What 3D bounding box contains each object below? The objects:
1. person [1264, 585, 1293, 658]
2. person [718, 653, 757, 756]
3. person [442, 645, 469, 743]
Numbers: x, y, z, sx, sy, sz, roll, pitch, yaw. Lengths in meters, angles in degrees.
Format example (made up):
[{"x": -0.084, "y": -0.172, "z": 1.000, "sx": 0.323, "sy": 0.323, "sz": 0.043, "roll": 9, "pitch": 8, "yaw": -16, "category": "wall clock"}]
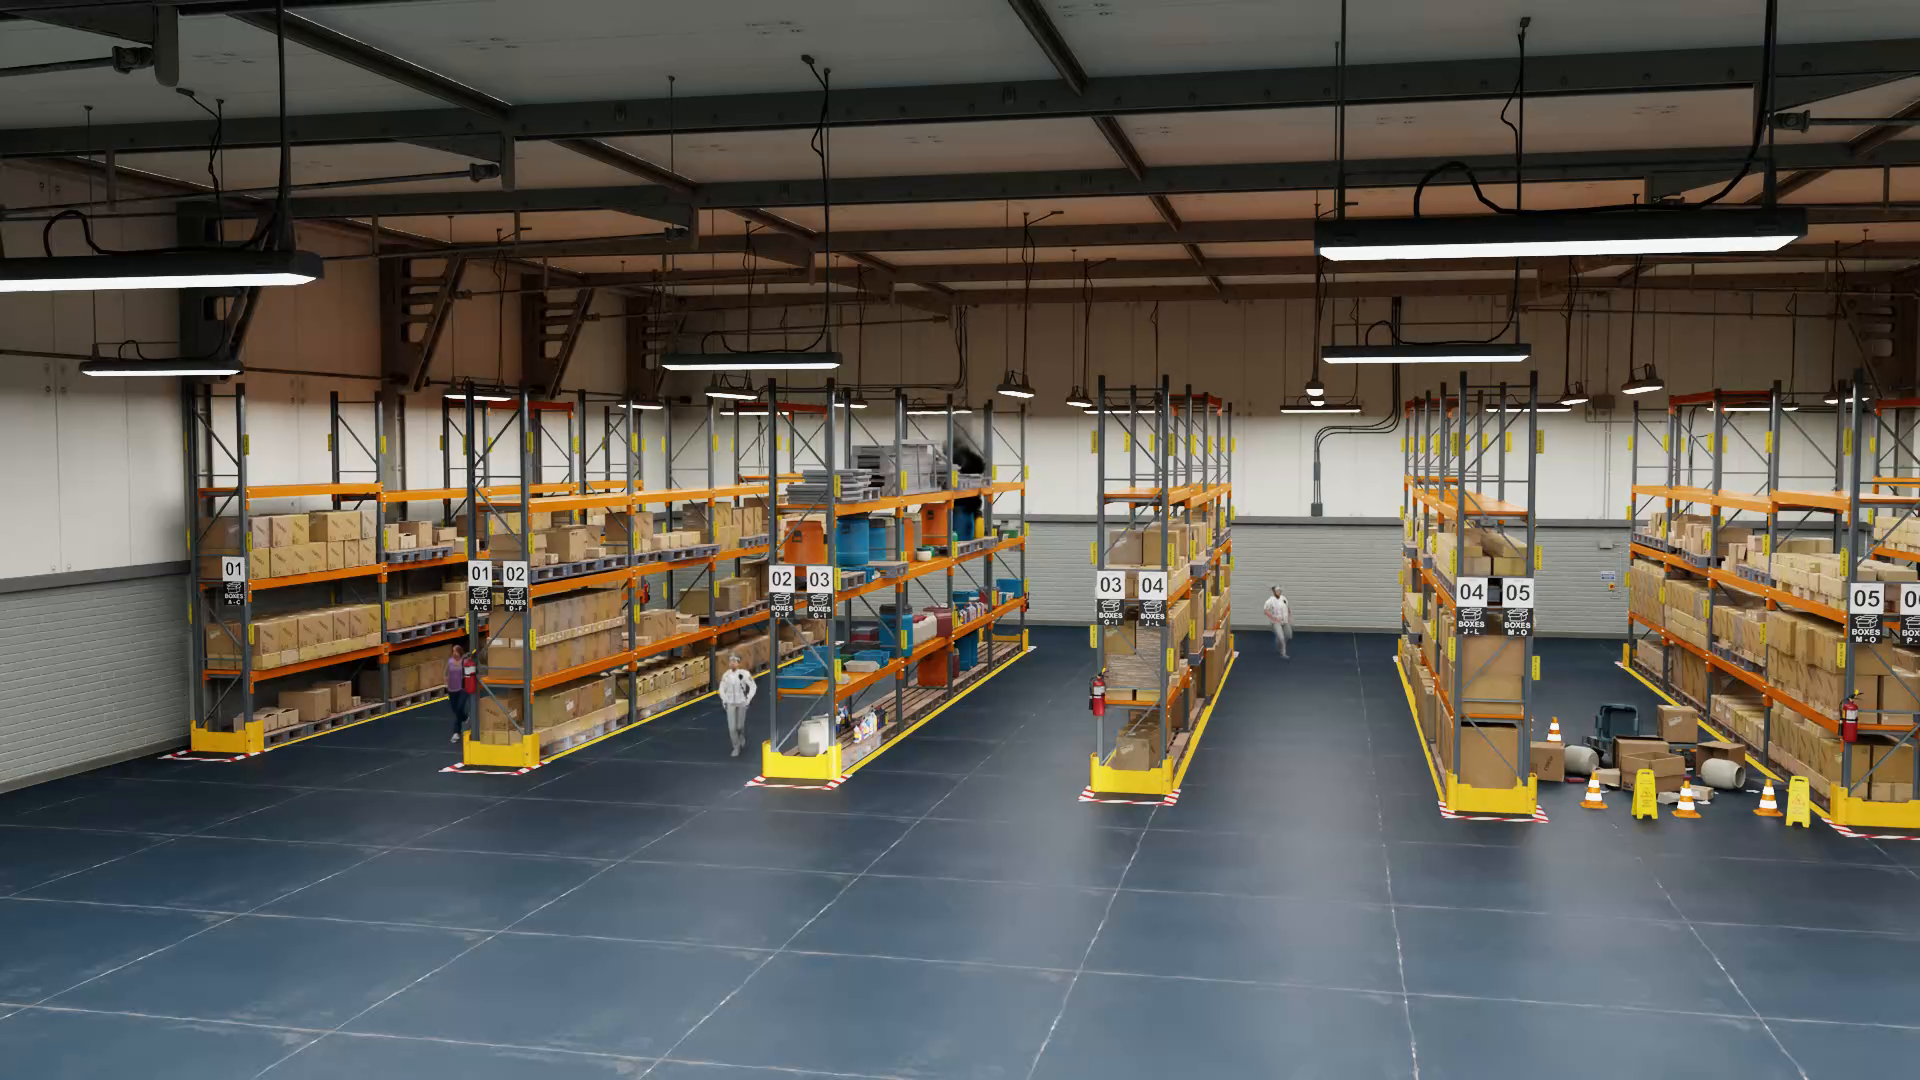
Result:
[{"x": 7.482, "y": 1.910, "z": 39.185, "sx": 0.669, "sy": 1.727, "sz": 0.596, "roll": -1, "pitch": 3, "yaw": -14, "category": "person"}, {"x": -3.611, "y": 2.644, "z": 26.888, "sx": 0.619, "sy": 1.667, "sz": 0.508, "roll": 0, "pitch": 3, "yaw": 6, "category": "person"}, {"x": -8.528, "y": 2.629, "z": 28.332, "sx": 0.559, "sy": 1.514, "sz": 0.857, "roll": 0, "pitch": 3, "yaw": 4, "category": "person"}]
